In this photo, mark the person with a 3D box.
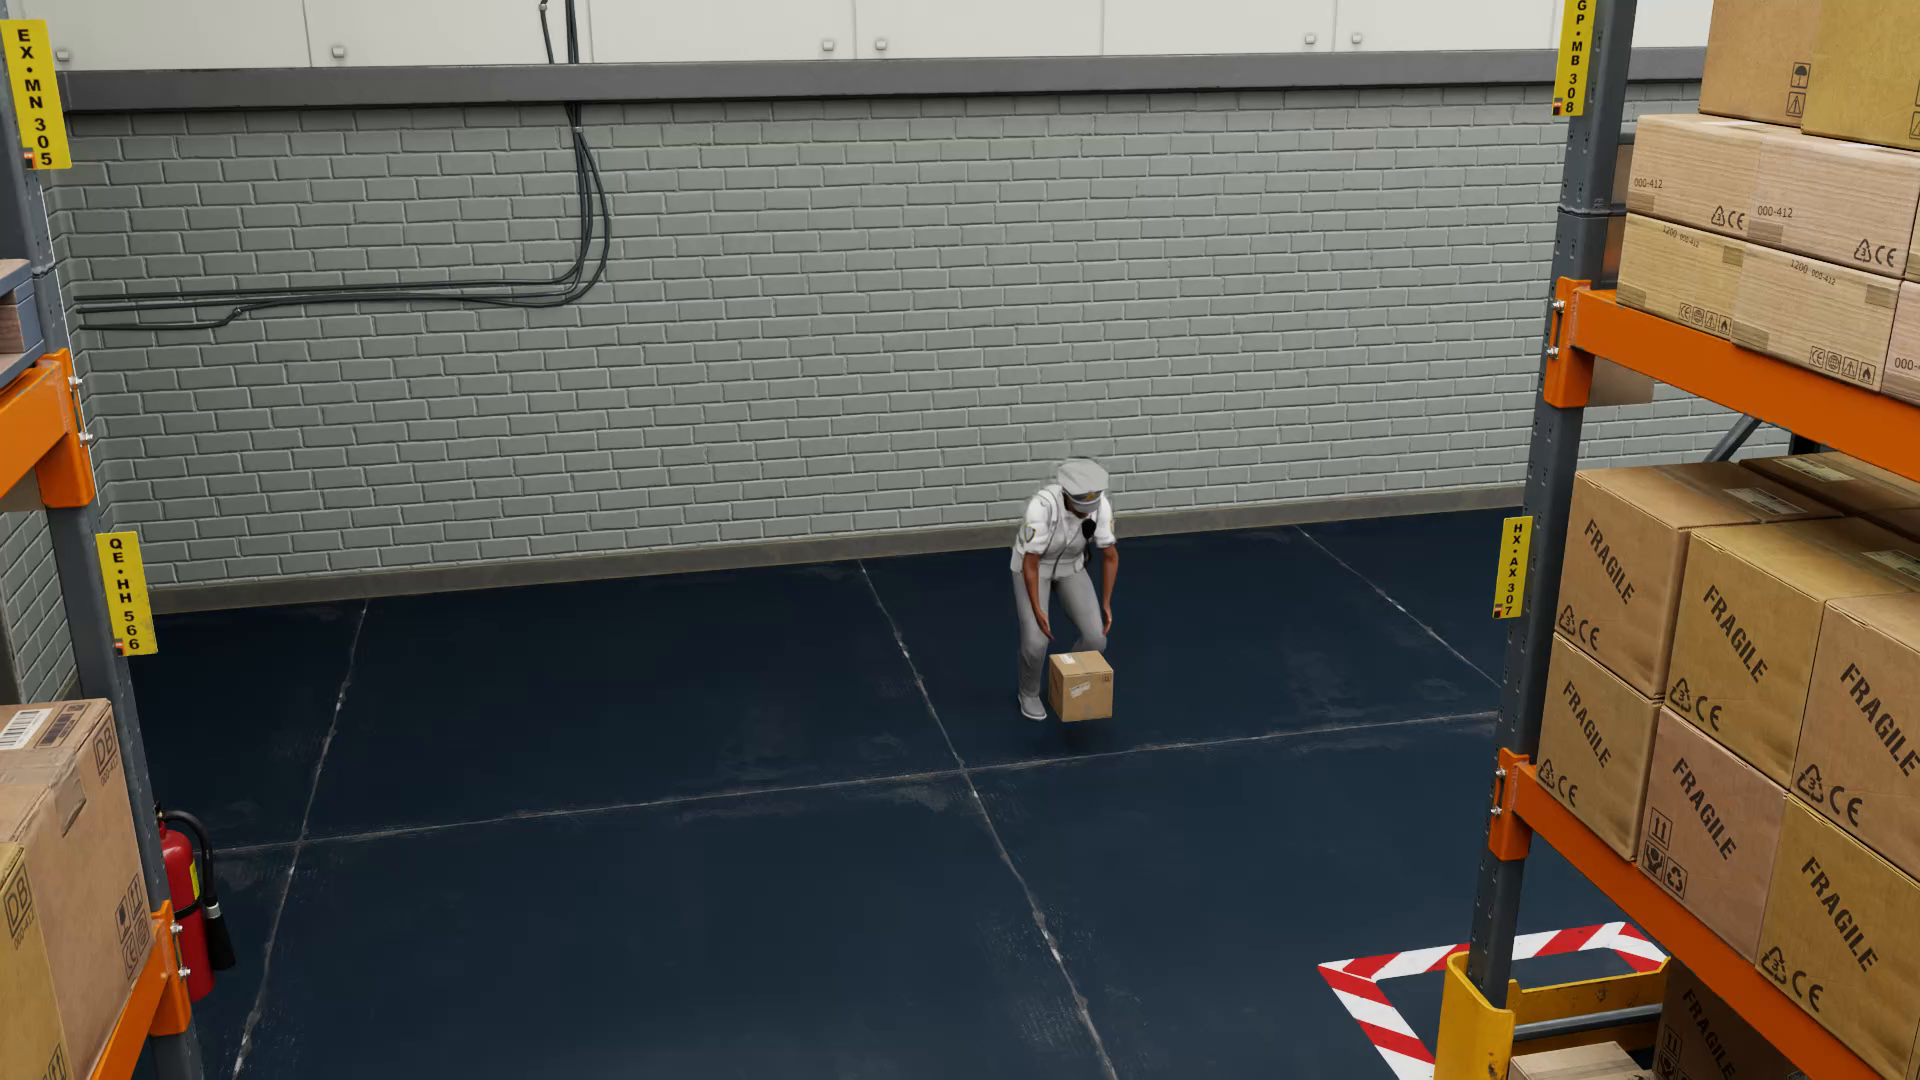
[{"bbox_3d":[0.531,0.228,8.358,0.496,1.388,0.707,-4,20,-12],"label":"person"}]
